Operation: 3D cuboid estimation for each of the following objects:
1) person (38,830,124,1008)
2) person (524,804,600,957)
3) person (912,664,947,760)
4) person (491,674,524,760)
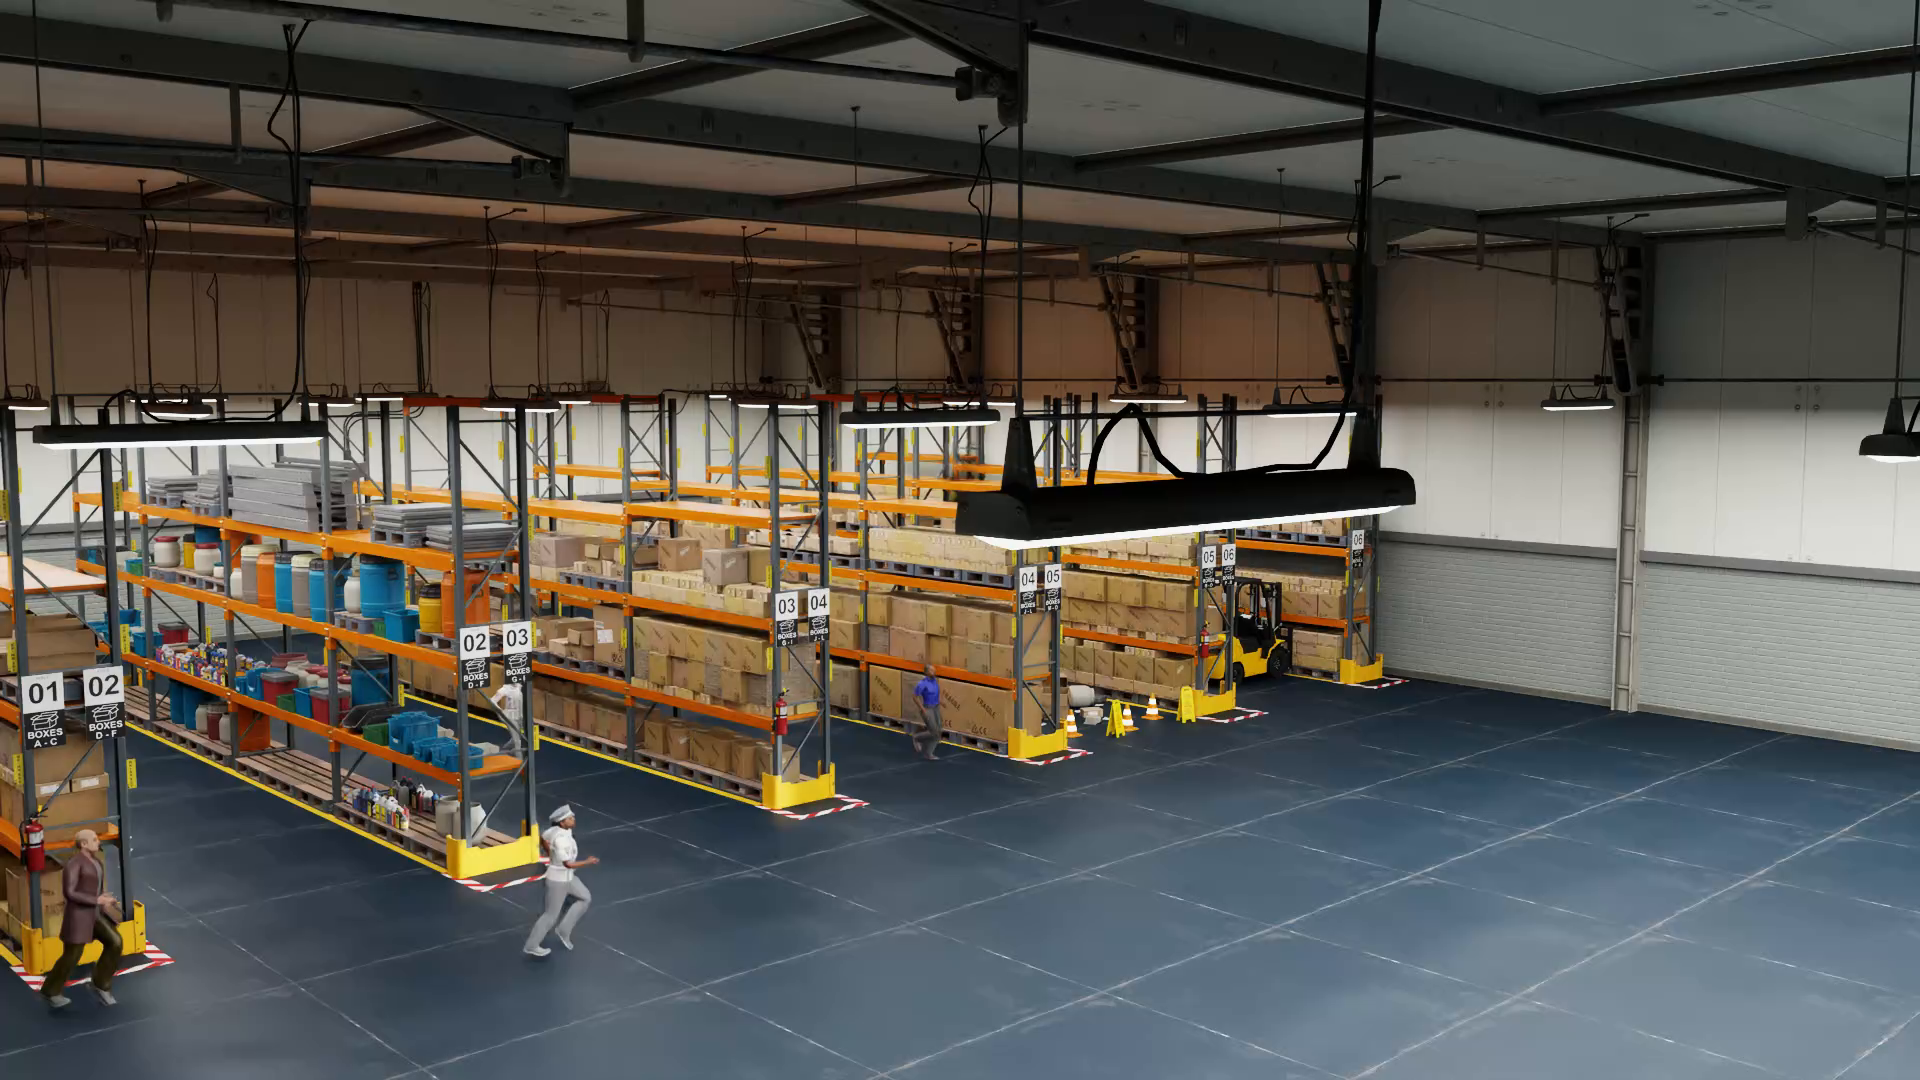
[{"bbox_3d":[-8.891,3.843,16.875,0.766,1.830,0.764,0,6,-1],"label":"person"},{"bbox_3d":[-4.383,3.718,18.298,0.834,1.665,0.590,-1,6,-10],"label":"person"},{"bbox_3d":[-0.496,2.859,27.681,0.561,1.603,0.574,4,7,37],"label":"person"},{"bbox_3d":[-7.155,2.886,26.738,0.906,1.676,0.611,4,7,34],"label":"person"}]
